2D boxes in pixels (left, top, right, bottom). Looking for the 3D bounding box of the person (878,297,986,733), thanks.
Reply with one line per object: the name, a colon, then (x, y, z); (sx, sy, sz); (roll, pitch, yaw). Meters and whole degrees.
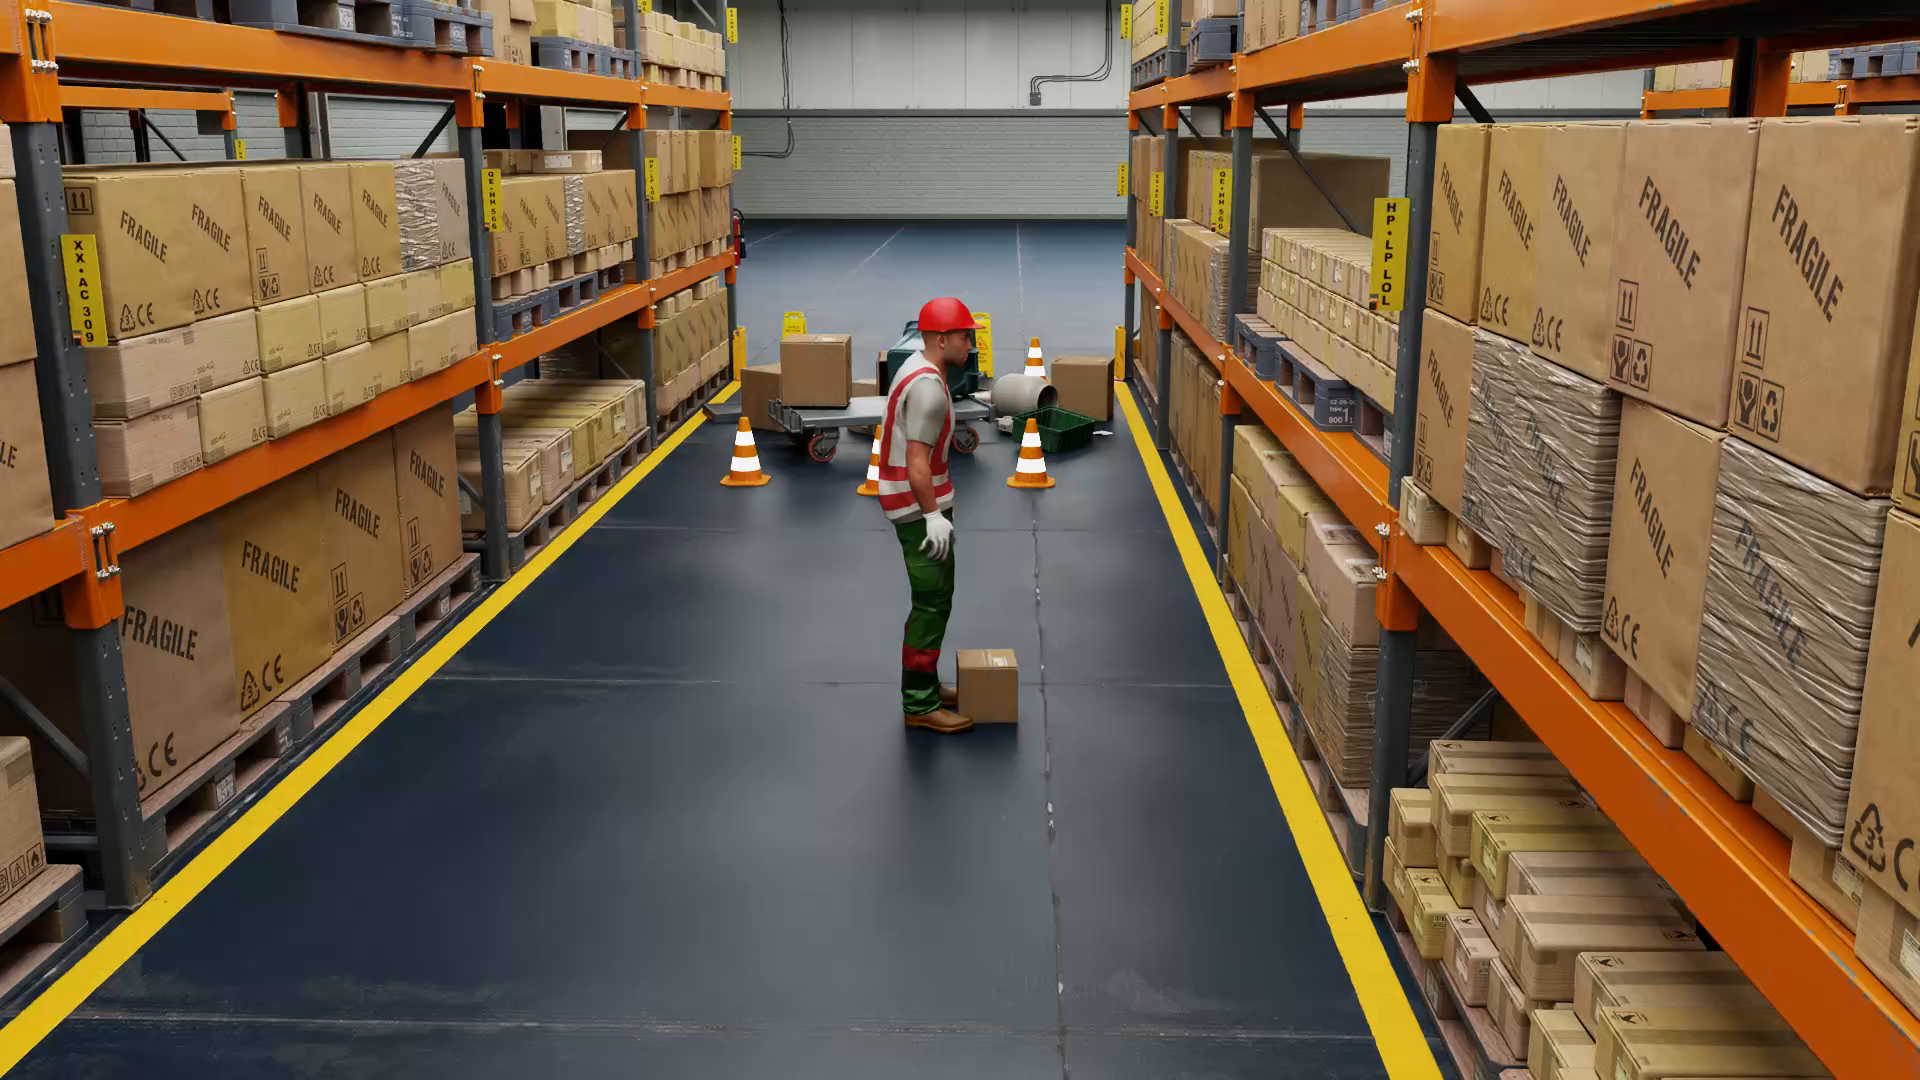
person: (-0.118, -0.117, 6.944); (0.449, 1.778, 0.610); (0, 14, -1)
